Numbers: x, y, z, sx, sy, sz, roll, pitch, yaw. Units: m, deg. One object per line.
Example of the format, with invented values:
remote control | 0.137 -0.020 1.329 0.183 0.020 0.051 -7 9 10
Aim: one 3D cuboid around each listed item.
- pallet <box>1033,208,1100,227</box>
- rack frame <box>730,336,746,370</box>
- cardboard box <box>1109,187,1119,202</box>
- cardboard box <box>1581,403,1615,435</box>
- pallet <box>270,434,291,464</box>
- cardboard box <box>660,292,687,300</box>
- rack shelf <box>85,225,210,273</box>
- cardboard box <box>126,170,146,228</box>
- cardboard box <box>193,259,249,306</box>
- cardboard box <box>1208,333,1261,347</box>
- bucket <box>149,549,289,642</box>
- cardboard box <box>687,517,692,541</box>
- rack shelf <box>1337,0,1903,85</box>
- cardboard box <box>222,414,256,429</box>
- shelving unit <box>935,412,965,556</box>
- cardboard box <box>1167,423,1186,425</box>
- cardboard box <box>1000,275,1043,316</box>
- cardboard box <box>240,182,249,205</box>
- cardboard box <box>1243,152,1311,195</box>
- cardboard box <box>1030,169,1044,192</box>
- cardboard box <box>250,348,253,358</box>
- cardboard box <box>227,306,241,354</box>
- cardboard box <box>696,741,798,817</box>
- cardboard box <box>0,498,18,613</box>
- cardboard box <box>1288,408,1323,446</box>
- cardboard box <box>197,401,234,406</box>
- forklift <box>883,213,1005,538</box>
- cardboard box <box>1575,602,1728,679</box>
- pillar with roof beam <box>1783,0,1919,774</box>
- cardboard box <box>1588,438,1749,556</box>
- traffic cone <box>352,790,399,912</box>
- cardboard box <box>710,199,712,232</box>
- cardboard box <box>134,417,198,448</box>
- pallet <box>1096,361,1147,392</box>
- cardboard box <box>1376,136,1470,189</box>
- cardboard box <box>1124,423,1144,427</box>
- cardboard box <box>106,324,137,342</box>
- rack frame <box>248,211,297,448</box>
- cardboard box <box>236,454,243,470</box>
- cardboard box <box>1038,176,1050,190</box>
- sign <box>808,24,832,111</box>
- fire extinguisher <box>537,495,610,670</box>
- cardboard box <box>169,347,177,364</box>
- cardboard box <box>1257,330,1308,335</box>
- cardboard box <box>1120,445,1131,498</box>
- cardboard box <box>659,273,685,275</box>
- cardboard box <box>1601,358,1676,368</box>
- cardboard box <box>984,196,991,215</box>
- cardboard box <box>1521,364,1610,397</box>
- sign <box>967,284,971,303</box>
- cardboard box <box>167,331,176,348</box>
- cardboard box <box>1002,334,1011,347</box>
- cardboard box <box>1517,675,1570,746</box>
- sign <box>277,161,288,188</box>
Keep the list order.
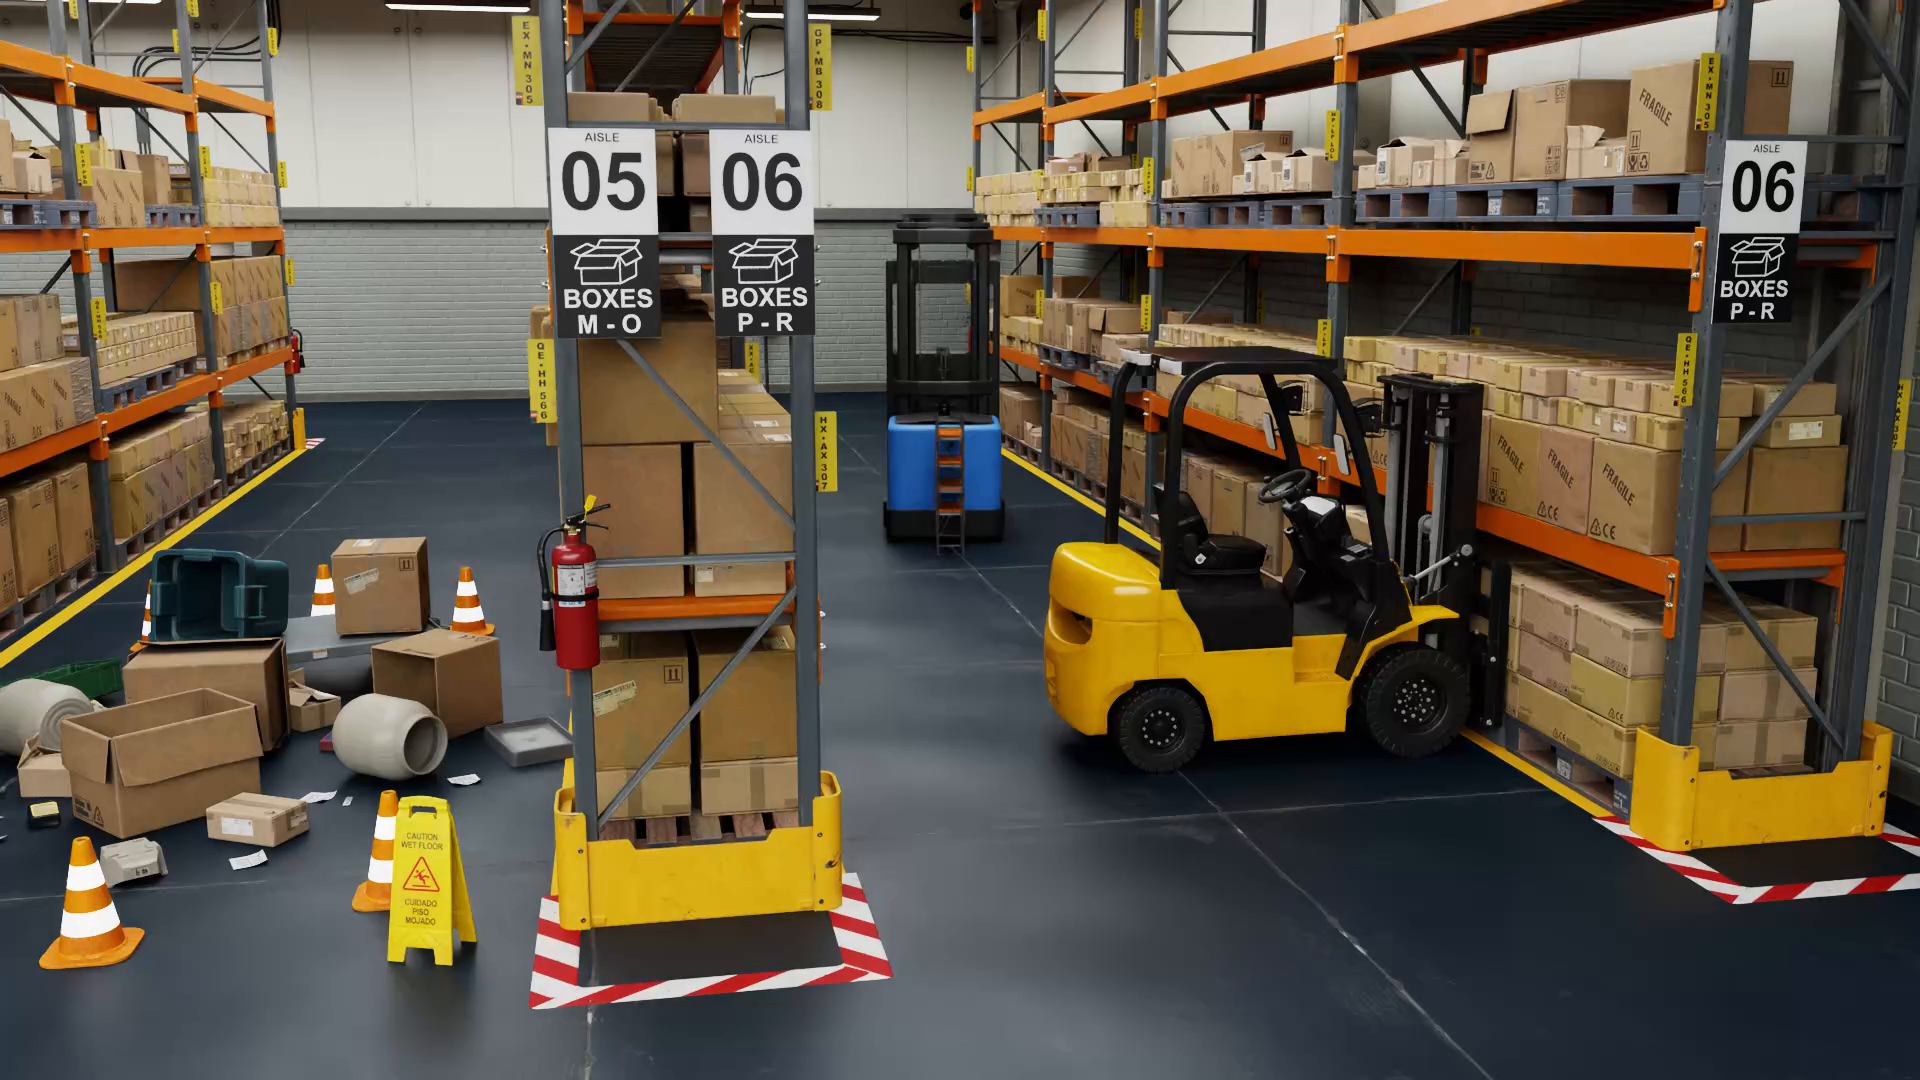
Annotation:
pallet | 1.510 -3.554 18.327 1.213 0.211 1.003 -2 11 -11
rack frame | -1.860 -0.647 10.571 1.000 3.000 0.127 -2 11 -11
cardboard box | 1.701 -3.450 16.614 0.380 0.149 0.250 -2 11 -9
cardboard box | 3.375 -0.611 8.381 0.380 0.149 0.250 -2 11 -10
pallet | -8.891 -1.115 20.489 1.003 0.211 1.213 -2 11 -11
cardboard box | -1.909 -1.150 9.479 0.700 0.500 0.500 -2 11 -11
rack shelf | -7.863 -2.669 15.096 1.077 0.370 4.000 -2 11 -11
cardboard box | -7.530 -3.002 14.655 0.500 0.500 0.500 -2 11 -11
cardboard box | -8.284 -2.881 18.575 0.500 0.500 0.500 -2 11 -10
cardboard box | 2.265 -1.624 13.702 0.380 0.149 0.250 -2 11 -10
bucket | -4.408 0.354 10.001 0.726 0.611 0.620 2 1 9
cardboard box | -1.178 -0.097 8.358 0.380 0.149 0.250 -2 11 -9
rack shelf | 3.397 -2.858 9.140 1.077 0.370 4.000 -2 11 -11
cardboard box | -8.394 -1.372 19.291 0.380 0.149 0.250 -2 11 -11
shelving unit | -0.089 -0.502 14.622 0.258 1.200 0.503 0 11 -1
cardboard box | 2.321 -1.111 16.838 0.380 0.149 0.250 -3 11 -14
cardboard box | 0.791 -3.101 21.068 0.500 0.500 0.500 -2 11 -10
cardboard box | -8.406 -3.938 18.908 0.500 0.250 0.500 -3 11 -13
cardboard box | 2.479 -2.778 12.593 0.500 0.311 0.500 -3 11 -13
cardboard box | 1.118 -4.170 19.331 0.500 0.250 0.500 -2 11 -11
cardboard box | -8.457 -2.188 19.344 0.380 0.149 0.250 -2 11 -10
cardboard box | -8.204 -2.301 18.200 0.500 0.500 0.500 -2 11 -11
cardboard box | -0.967 1.074 7.765 0.500 0.250 0.500 -2 11 -11
cardboard box | -7.088 0.163 11.210 1.050 0.750 0.750 -2 11 -11
cardboard box | 2.654 -0.837 11.973 0.500 0.250 0.500 -2 11 -10
cardboard box | -9.261 -1.638 20.693 0.380 0.149 0.250 -3 11 -14
forklift | -0.168 -1.684 16.208 1.130 2.935 3.031 0 11 -1
cardboard box | 3.391 0.486 8.177 0.500 0.250 0.500 -2 11 -9
pillar with roof beam | 0.312 -3.045 7.128 9.100 9.000 0.400 -2 11 -11
cardboard box | 3.433 -0.224 8.083 0.500 0.500 0.500 -2 11 -12
traffic cone | -2.431 1.301 7.122 0.336 0.463 0.334 -2 11 -11
cardboard box | -0.828 -1.336 6.841 0.380 0.149 0.250 -2 11 -11
cardboard box | -7.772 -1.040 16.194 0.500 0.250 0.500 -2 11 -8
pallet | 2.030 -1.589 16.035 1.213 0.211 1.003 -2 11 -11
cardboard box | 2.931 -2.351 10.354 0.500 0.311 0.500 -2 11 -10
cardboard box | 1.788 -1.089 16.721 0.380 0.149 0.250 -2 11 -9
cardboard box | -7.577 -1.841 14.805 0.380 0.149 0.250 -2 11 -8
rack frame | -9.030 -2.649 21.091 1.000 3.000 0.127 -2 11 -11
cardboard box | -8.059 -0.848 18.133 0.380 0.149 0.250 -2 11 -9
cardboard box | 1.080 -3.976 18.527 0.380 0.149 0.250 -2 11 -9
sign | -0.550 -1.836 6.458 0.100 0.325 0.005 -2 11 -11
fire extinguisher | -1.512 0.163 6.525 0.296 0.674 0.183 -2 11 -11
cardboard box | -7.834 -1.793 16.144 0.380 0.149 0.250 -3 11 -14
cardboard box | 2.734 -1.690 14.051 0.380 0.149 0.250 -2 11 -11
cardboard box | 1.850 -0.702 16.423 0.500 0.500 0.500 -2 11 -12
cardboard box | -3.271 -2.750 18.682 0.500 0.500 0.500 -2 11 -11
cardboard box | 3.784 -0.920 9.208 0.380 0.149 0.250 -2 11 -12
cardboard box | 0.612 -4.391 21.826 0.500 0.250 0.500 -2 11 -10
cardboard box | 3.219 -0.849 8.838 0.380 0.149 0.250 -2 11 -10
sign | 0.142 -3.434 22.901 0.100 0.325 0.005 -2 11 -11
cardboard box | -7.825 -1.935 16.092 0.380 0.149 0.250 -2 11 -13
cardboard box | 0.742 -2.549 21.240 0.380 0.149 0.250 -2 11 -10
cardboard box | 3.298 0.884 8.760 0.500 0.250 0.500 -2 11 -11
sign | -8.481 -4.574 20.815 0.100 0.325 0.005 -2 11 -11
